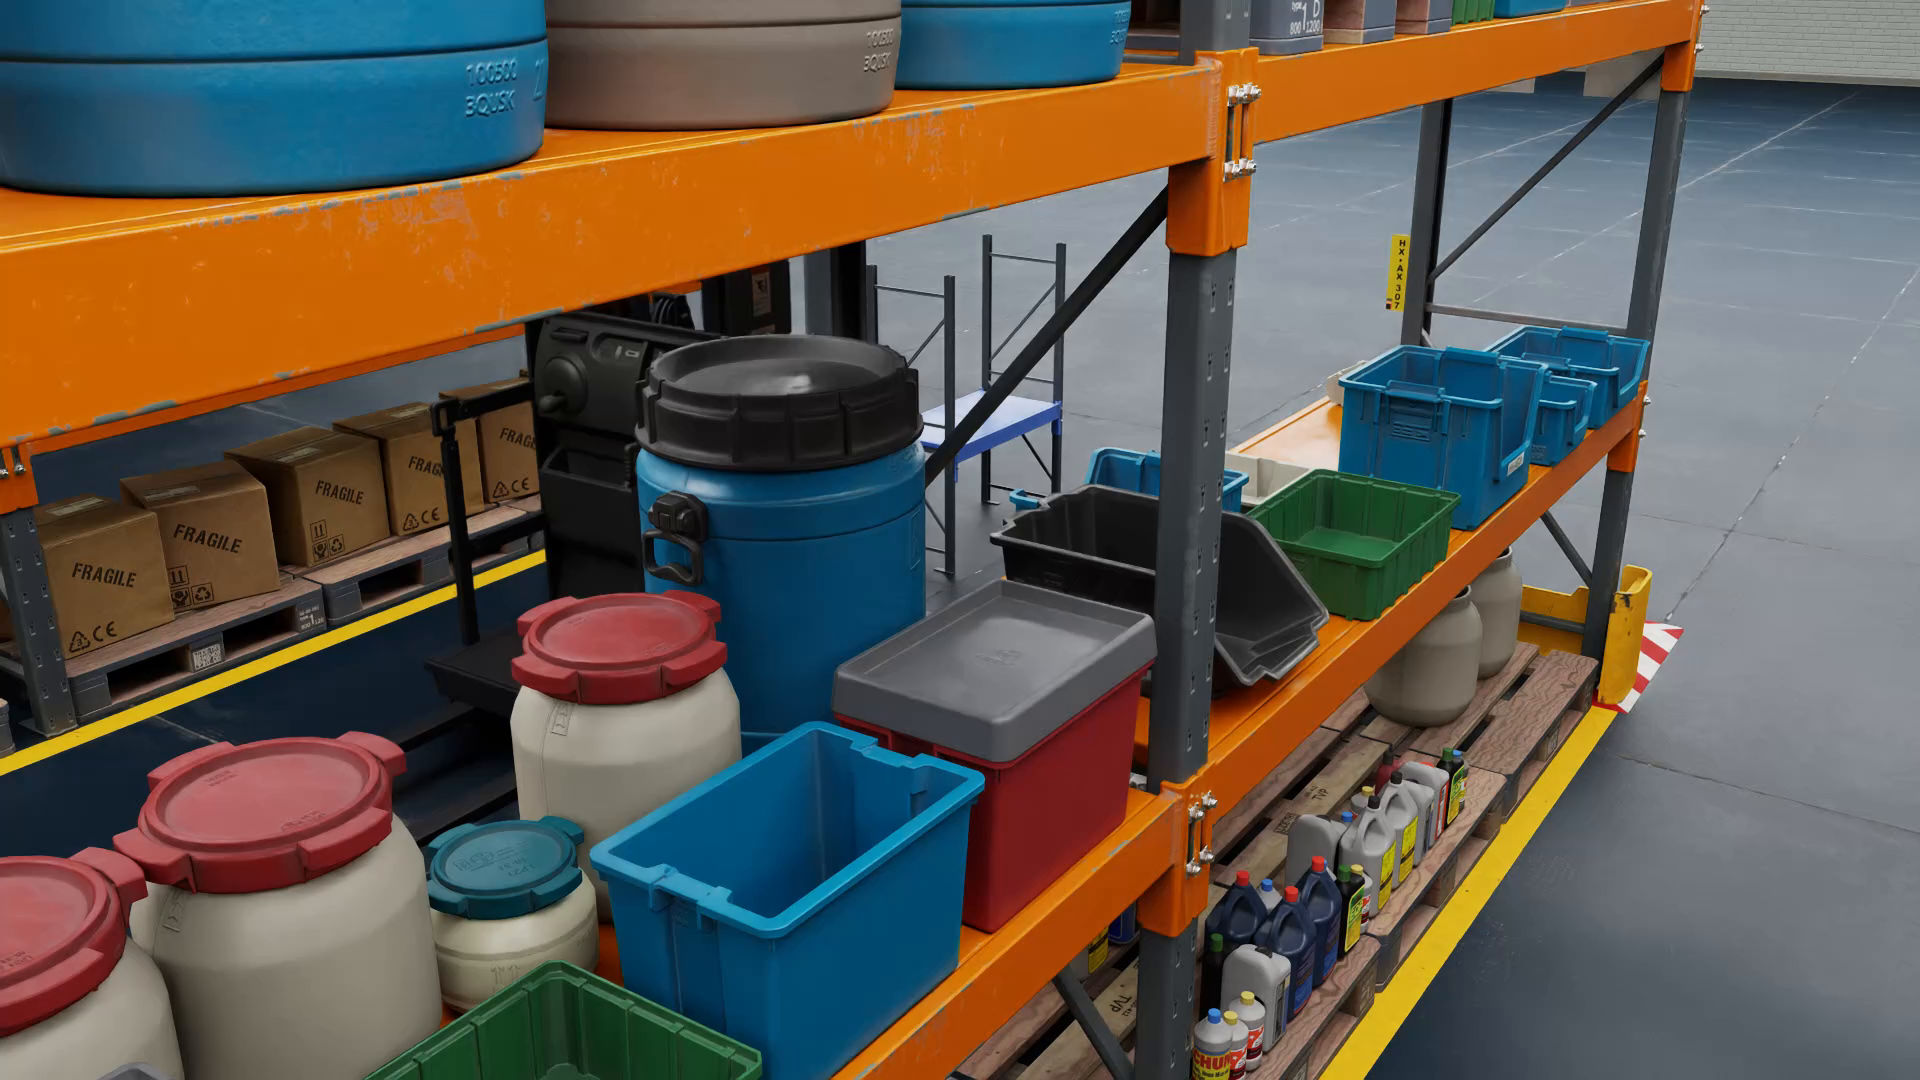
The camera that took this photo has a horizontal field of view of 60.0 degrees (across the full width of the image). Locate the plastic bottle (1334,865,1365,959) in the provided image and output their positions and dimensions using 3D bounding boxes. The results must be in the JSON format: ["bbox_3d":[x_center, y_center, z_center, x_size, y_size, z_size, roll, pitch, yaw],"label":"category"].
[{"bbox_3d":[1.125,1.064,4.846,0.061,0.283,0.133,15,25,34],"label":"plastic bottle"}]

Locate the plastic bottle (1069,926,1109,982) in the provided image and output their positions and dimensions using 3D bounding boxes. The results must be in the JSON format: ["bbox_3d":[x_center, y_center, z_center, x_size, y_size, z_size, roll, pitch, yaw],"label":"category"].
[{"bbox_3d":[0.338,1.064,4.750,0.144,0.351,0.185,13,24,32],"label":"plastic bottle"}]

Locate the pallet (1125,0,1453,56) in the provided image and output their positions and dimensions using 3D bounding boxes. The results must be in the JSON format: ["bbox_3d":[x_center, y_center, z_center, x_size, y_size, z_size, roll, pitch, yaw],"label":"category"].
[{"bbox_3d":[0.420,-1.304,3.915,1.213,0.211,1.003,13,24,32],"label":"pallet"}]

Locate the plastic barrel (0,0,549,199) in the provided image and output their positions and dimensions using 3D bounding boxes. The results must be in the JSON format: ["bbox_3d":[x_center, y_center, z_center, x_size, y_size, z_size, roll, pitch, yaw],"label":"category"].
[{"bbox_3d":[-0.747,-0.838,1.660,0.600,0.901,0.708,13,24,32],"label":"plastic barrel"}]

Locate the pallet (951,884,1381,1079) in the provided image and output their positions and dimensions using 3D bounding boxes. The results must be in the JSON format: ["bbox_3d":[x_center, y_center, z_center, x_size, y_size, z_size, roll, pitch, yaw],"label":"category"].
[{"bbox_3d":[0.507,1.364,4.774,1.003,0.211,1.213,13,24,32],"label":"pallet"}]

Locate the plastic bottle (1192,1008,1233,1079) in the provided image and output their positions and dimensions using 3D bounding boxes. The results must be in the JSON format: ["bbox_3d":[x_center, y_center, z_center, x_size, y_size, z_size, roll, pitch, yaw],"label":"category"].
[{"bbox_3d":[0.636,1.308,4.204,0.097,0.271,0.097,0,20,0],"label":"plastic bottle"}]

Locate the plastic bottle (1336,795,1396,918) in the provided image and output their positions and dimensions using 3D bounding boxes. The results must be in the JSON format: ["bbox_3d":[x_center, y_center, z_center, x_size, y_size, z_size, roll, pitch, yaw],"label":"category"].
[{"bbox_3d":[1.237,0.950,5.058,0.144,0.351,0.185,13,24,31],"label":"plastic bottle"}]

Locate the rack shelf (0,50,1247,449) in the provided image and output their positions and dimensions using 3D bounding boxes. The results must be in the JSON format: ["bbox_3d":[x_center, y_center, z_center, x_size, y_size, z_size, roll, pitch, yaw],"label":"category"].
[{"bbox_3d":[-1.029,-0.255,1.844,1.077,0.370,4.000,13,24,32],"label":"rack shelf"}]

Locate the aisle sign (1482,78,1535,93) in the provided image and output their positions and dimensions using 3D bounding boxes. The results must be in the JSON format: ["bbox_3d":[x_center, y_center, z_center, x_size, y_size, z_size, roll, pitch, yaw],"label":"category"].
[{"bbox_3d":[2.142,-2.204,6.653,0.394,0.787,0.004,13,24,32],"label":"aisle sign"}]

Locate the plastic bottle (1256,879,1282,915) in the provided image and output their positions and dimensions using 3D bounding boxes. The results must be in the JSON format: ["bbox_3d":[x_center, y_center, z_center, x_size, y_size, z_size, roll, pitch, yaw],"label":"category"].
[{"bbox_3d":[0.873,1.098,4.772,0.097,0.271,0.097,0,20,0],"label":"plastic bottle"}]

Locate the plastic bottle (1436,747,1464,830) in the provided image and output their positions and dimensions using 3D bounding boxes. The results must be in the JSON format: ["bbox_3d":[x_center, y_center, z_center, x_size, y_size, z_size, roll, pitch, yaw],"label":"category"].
[{"bbox_3d":[1.623,0.810,5.533,0.061,0.283,0.133,14,24,33],"label":"plastic bottle"}]

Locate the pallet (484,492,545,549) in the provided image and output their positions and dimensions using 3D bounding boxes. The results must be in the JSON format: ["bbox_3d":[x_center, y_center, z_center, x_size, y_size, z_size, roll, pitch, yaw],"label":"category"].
[{"bbox_3d":[-2.282,-0.317,9.319,1.003,0.211,1.213,13,24,32],"label":"pallet"}]

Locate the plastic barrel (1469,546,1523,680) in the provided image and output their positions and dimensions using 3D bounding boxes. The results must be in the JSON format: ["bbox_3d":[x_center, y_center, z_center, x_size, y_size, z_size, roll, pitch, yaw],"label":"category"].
[{"bbox_3d":[2.037,0.266,6.702,0.421,0.512,0.421,0,20,0],"label":"plastic barrel"}]

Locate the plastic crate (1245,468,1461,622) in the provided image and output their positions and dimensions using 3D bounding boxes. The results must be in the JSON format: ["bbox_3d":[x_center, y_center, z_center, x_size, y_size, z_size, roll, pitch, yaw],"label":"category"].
[{"bbox_3d":[1.091,0.005,4.732,0.450,0.188,0.662,13,24,32],"label":"plastic crate"}]

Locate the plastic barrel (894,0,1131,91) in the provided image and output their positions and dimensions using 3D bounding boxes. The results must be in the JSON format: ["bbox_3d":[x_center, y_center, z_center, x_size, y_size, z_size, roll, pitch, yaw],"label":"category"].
[{"bbox_3d":[-0.012,-1.213,2.675,0.600,0.901,0.708,13,24,32],"label":"plastic barrel"}]

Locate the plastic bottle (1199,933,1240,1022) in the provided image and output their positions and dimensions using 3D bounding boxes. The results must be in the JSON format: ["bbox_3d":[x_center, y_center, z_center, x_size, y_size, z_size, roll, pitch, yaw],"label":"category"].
[{"bbox_3d":[0.707,1.183,4.523,0.061,0.283,0.133,13,24,32],"label":"plastic bottle"}]

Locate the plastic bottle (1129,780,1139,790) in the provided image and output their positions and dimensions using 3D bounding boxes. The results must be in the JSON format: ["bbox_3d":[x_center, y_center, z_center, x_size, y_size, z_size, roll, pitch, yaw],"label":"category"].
[{"bbox_3d":[0.508,0.888,5.225,0.144,0.351,0.185,13,24,31],"label":"plastic bottle"}]

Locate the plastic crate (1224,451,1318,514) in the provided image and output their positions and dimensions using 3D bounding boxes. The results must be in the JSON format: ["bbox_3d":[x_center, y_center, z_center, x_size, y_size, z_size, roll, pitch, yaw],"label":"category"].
[{"bbox_3d":[0.798,-0.151,5.230,0.530,0.136,0.437,13,24,32],"label":"plastic crate"}]

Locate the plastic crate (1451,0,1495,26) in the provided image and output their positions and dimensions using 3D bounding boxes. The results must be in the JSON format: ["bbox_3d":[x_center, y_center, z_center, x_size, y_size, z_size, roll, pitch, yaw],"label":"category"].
[{"bbox_3d":[1.207,-1.467,4.388,0.336,0.188,0.450,13,24,32],"label":"plastic crate"}]

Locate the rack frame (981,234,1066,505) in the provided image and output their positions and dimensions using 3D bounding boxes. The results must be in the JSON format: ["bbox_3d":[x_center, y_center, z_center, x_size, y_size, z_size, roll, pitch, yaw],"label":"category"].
[{"bbox_3d":[0.334,-0.874,8.965,0.500,1.500,0.032,13,24,32],"label":"rack frame"}]

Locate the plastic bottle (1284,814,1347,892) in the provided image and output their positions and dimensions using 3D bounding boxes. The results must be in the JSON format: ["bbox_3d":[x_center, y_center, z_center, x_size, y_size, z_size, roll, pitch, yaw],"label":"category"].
[{"bbox_3d":[1.100,0.963,5.130,0.152,0.276,0.135,13,24,32],"label":"plastic bottle"}]

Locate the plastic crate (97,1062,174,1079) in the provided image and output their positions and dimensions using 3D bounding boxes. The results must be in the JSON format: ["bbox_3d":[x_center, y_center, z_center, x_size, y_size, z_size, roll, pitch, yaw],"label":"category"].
[{"bbox_3d":[-0.992,0.954,1.770,0.402,0.464,0.583,13,24,32],"label":"plastic crate"}]

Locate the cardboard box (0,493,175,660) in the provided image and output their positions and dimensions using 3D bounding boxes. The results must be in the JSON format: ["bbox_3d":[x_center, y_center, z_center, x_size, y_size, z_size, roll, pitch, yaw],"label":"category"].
[{"bbox_3d":[-3.744,0.143,7.053,0.500,0.500,0.500,12,24,30],"label":"cardboard box"}]

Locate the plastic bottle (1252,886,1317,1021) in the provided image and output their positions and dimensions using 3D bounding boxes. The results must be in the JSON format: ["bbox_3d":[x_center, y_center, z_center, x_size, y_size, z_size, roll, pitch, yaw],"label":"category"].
[{"bbox_3d":[0.892,1.126,4.582,0.144,0.351,0.185,14,25,33],"label":"plastic bottle"}]

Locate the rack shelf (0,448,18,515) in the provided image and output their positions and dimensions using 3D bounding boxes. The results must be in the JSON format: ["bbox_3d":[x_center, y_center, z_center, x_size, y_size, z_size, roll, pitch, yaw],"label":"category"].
[{"bbox_3d":[-5.126,0.186,4.976,1.077,0.370,4.000,13,24,32],"label":"rack shelf"}]

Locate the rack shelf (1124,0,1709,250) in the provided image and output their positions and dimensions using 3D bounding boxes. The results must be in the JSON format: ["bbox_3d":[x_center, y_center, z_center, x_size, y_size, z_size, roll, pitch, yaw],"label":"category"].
[{"bbox_3d":[1.219,-1.403,4.947,1.077,0.370,4.000,13,24,32],"label":"rack shelf"}]

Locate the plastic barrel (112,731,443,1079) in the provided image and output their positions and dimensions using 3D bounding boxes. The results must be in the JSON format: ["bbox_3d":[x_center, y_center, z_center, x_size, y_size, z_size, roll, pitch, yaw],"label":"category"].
[{"bbox_3d":[-1.037,0.619,2.572,0.433,0.535,0.433,0,20,0],"label":"plastic barrel"}]

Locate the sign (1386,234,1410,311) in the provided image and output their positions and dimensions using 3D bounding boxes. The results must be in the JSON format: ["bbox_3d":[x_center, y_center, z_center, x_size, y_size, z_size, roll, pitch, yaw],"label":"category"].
[{"bbox_3d":[1.891,-1.146,7.139,0.100,0.325,0.005,13,24,32],"label":"sign"}]

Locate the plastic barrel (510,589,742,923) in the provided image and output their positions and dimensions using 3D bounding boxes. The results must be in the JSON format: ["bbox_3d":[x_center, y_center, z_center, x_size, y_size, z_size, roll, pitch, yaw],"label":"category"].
[{"bbox_3d":[-0.624,0.408,3.141,0.433,0.535,0.433,0,20,0],"label":"plastic barrel"}]

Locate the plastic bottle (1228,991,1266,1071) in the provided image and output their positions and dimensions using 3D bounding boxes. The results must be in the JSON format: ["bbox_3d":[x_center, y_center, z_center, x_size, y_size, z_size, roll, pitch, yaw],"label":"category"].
[{"bbox_3d":[0.751,1.282,4.374,0.097,0.201,0.097,0,20,0],"label":"plastic bottle"}]

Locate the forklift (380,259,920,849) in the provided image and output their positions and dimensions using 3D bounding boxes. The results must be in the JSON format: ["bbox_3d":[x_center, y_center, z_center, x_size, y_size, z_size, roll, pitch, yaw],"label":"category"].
[{"bbox_3d":[-1.385,-0.608,6.183,1.130,2.935,3.031,13,24,31],"label":"forklift"}]

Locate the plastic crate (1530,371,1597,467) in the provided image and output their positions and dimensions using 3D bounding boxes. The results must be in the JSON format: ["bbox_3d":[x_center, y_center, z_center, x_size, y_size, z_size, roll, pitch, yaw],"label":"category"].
[{"bbox_3d":[1.940,-0.450,5.873,0.499,0.251,0.408,13,24,32],"label":"plastic crate"}]

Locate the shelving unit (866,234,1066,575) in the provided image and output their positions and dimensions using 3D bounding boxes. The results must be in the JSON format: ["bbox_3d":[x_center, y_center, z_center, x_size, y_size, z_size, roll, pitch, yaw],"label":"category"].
[{"bbox_3d":[0.048,-0.728,8.571,0.538,1.500,1.048,13,24,32],"label":"shelving unit"}]

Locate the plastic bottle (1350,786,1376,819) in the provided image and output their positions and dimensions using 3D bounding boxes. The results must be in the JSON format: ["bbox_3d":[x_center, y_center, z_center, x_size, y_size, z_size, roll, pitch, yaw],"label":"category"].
[{"bbox_3d":[1.318,0.899,5.410,0.097,0.201,0.097,0,20,0],"label":"plastic bottle"}]

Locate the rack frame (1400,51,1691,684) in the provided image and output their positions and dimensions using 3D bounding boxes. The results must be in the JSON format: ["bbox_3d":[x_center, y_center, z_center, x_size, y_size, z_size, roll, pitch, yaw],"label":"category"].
[{"bbox_3d":[2.343,-0.907,6.894,1.000,3.000,0.127,13,24,32],"label":"rack frame"}]

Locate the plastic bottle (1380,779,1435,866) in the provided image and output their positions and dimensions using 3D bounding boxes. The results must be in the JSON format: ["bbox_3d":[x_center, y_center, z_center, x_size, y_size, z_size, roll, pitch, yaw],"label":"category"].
[{"bbox_3d":[1.431,0.883,5.346,0.152,0.276,0.135,13,24,30],"label":"plastic bottle"}]

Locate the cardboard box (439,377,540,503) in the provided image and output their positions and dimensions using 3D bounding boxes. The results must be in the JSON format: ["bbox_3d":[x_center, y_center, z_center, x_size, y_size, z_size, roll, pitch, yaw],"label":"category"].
[{"bbox_3d":[-2.426,-0.544,8.909,0.500,0.500,0.500,-17,26,-38],"label":"cardboard box"}]

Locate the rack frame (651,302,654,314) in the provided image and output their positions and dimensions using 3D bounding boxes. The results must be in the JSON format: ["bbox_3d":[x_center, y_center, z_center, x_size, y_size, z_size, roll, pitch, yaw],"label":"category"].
[{"bbox_3d":[-1.753,-1.873,9.505,1.000,3.000,0.127,13,24,32],"label":"rack frame"}]

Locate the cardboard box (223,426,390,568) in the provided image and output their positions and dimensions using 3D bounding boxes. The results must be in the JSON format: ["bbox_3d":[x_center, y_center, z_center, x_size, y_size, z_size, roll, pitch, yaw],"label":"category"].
[{"bbox_3d":[-3.144,-0.216,8.024,0.500,0.500,0.500,11,23,27],"label":"cardboard box"}]

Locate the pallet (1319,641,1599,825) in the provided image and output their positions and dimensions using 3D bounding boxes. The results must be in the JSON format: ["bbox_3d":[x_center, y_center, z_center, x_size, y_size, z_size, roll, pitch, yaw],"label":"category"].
[{"bbox_3d":[1.878,0.664,6.667,1.003,0.211,1.213,13,24,32],"label":"pallet"}]

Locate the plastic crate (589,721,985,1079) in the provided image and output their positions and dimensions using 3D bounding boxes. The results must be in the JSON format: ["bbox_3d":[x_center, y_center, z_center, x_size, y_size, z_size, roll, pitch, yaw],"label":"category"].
[{"bbox_3d":[-0.268,0.625,2.774,0.392,0.384,0.575,13,24,32],"label":"plastic crate"}]

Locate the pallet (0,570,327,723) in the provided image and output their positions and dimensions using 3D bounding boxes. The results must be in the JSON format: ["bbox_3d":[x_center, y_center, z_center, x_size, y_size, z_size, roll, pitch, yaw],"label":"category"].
[{"bbox_3d":[-3.653,0.383,7.426,1.003,0.211,1.213,13,24,32],"label":"pallet"}]

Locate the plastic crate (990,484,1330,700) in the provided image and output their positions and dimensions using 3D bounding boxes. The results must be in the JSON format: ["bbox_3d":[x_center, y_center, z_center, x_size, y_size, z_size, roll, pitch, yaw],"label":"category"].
[{"bbox_3d":[0.494,0.144,4.141,0.767,0.338,0.504,13,24,32],"label":"plastic crate"}]
